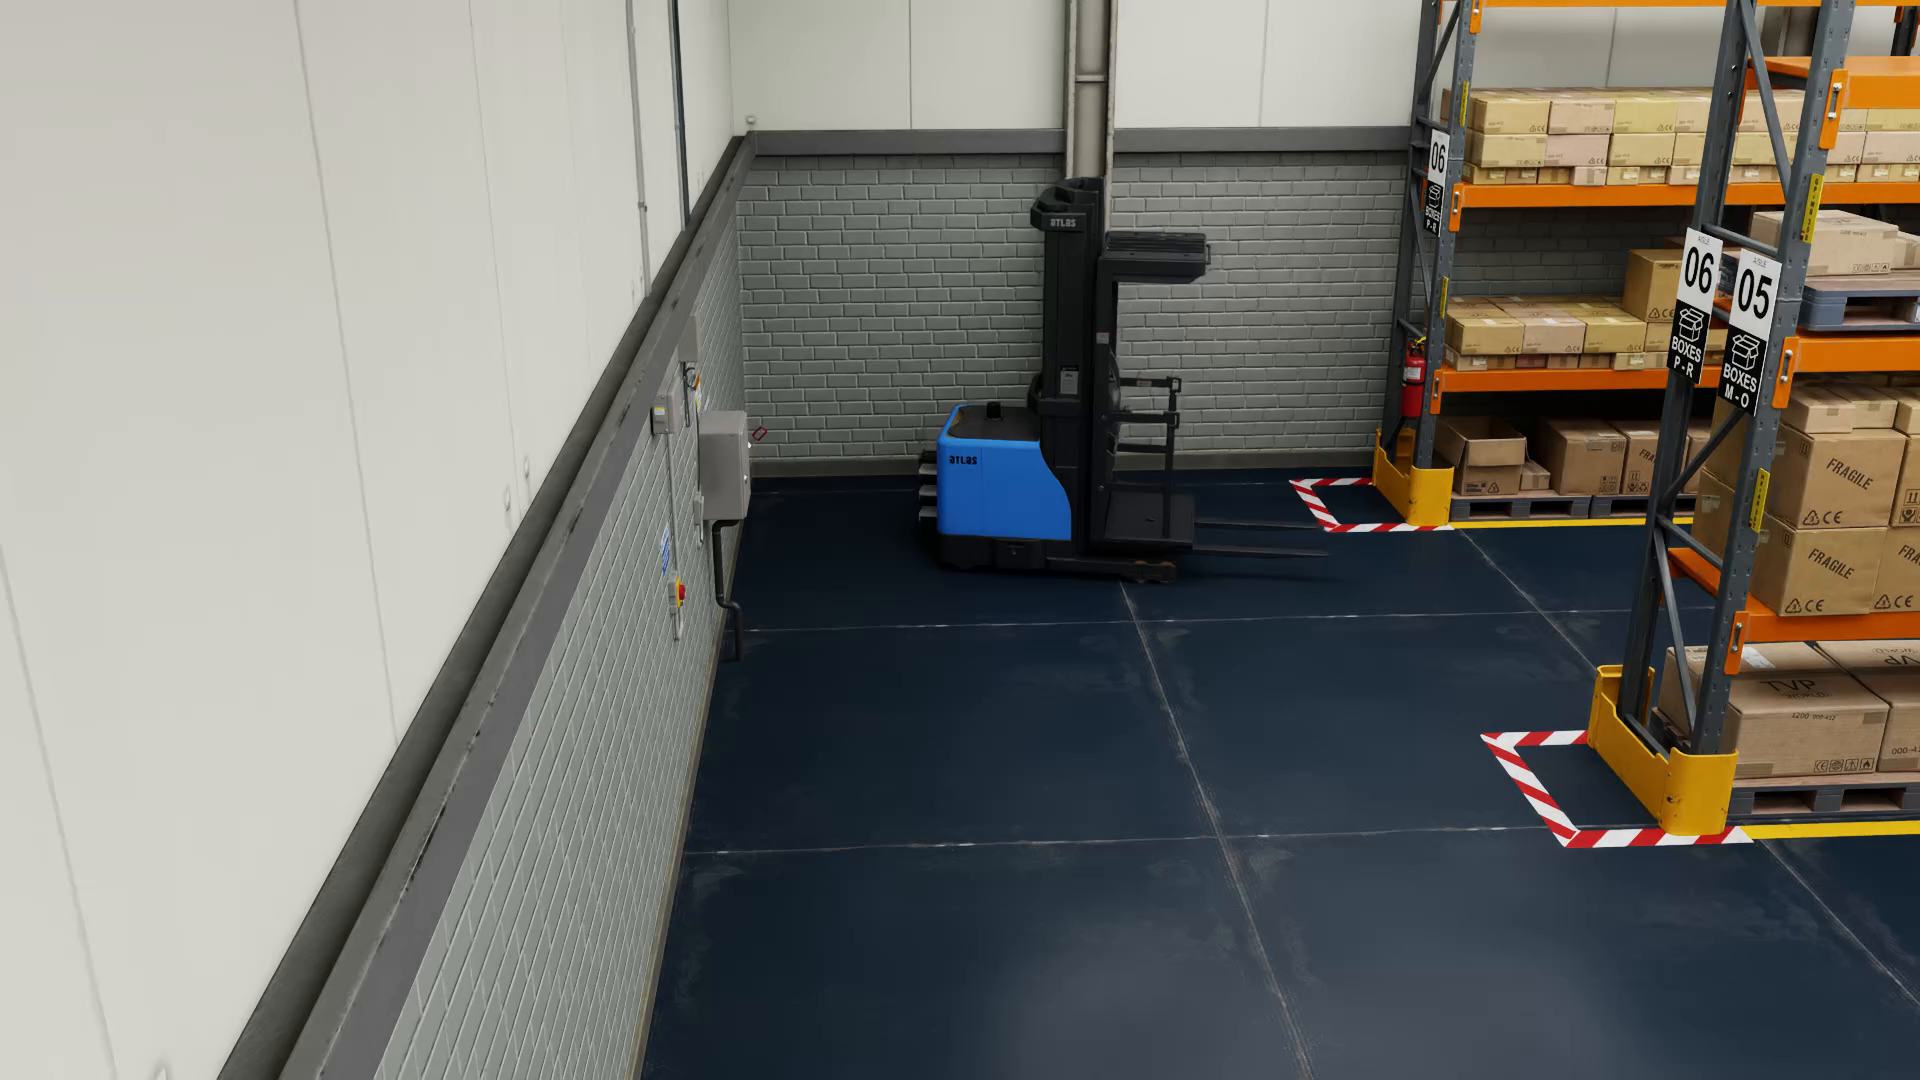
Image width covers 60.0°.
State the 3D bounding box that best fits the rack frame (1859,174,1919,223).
[{"bbox_3d":[7.820,-1.804,14.144,0.127,3.000,1.000,-1,21,-3],"label":"rack frame"}]

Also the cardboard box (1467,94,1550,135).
[{"bbox_3d":[4.284,-3.347,13.071,0.500,0.250,0.500,-1,21,-4],"label":"cardboard box"}]

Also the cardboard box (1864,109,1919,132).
[{"bbox_3d":[7.330,-3.413,13.244,0.500,0.250,0.500,-1,21,-3],"label":"cardboard box"}]

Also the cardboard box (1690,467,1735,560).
[{"bbox_3d":[4.580,-0.110,9.554,0.500,0.500,0.500,-1,21,-3],"label":"cardboard box"}]

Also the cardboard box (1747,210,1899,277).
[{"bbox_3d":[4.558,-1.576,8.808,0.500,0.250,0.500,-3,21,-8],"label":"cardboard box"}]

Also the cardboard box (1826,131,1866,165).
[{"bbox_3d":[6.834,-3.162,13.287,0.500,0.250,0.500,-2,21,-5],"label":"cardboard box"}]

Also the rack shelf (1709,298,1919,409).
[{"bbox_3d":[6.111,-1.066,9.001,4.000,0.370,1.077,-1,21,-3],"label":"rack shelf"}]

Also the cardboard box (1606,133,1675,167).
[{"bbox_3d":[5.303,-3.129,13.201,0.500,0.250,0.500,-2,21,-5],"label":"cardboard box"}]

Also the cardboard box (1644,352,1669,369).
[{"bbox_3d":[5.721,-1.536,13.792,0.250,0.149,0.380,-1,21,-2],"label":"cardboard box"}]

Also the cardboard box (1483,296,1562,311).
[{"bbox_3d":[4.786,-1.906,14.203,0.500,0.250,0.500,-1,21,-3],"label":"cardboard box"}]

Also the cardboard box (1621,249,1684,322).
[{"bbox_3d":[5.793,-2.086,13.624,0.500,0.500,0.500,-1,21,-2],"label":"cardboard box"}]

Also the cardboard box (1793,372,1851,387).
[{"bbox_3d":[4.713,-0.869,9.230,0.250,0.149,0.380,-1,21,-2],"label":"cardboard box"}]

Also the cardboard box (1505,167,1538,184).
[{"bbox_3d":[4.418,-2.946,13.280,0.250,0.149,0.380,-1,21,-2],"label":"cardboard box"}]

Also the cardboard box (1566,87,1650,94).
[{"bbox_3d":[5.288,-3.560,13.630,0.500,0.250,0.500,-1,21,-3],"label":"cardboard box"}]

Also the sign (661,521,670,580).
[{"bbox_3d":[-1.573,0.055,8.881,0.001,0.218,0.327,-1,21,-3],"label":"sign"}]

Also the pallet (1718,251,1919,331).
[{"bbox_3d":[4.854,-1.339,8.831,1.213,0.211,1.003,-1,21,-3],"label":"pallet"}]

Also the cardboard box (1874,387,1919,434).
[{"bbox_3d":[5.008,-0.681,8.736,0.250,0.149,0.380,-1,21,-1],"label":"cardboard box"}]

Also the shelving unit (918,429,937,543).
[{"bbox_3d":[-0.214,-0.432,13.490,0.210,0.900,0.258,3,21,7],"label":"shelving unit"}]

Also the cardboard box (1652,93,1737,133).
[{"bbox_3d":[5.802,-3.380,13.157,0.500,0.250,0.500,-1,21,-2],"label":"cardboard box"}]

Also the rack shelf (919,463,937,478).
[{"bbox_3d":[-0.214,-0.569,13.438,0.200,0.077,0.258,3,21,7],"label":"rack shelf"}]

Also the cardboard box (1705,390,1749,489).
[{"bbox_3d":[4.581,-0.568,9.352,0.500,0.500,0.500,0,21,-1],"label":"cardboard box"}]

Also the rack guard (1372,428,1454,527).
[{"bbox_3d":[3.903,-0.556,14.379,0.348,0.500,1.175,-1,21,-3],"label":"rack guard"}]

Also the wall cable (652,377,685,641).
[{"bbox_3d":[-1.514,-0.326,8.791,0.123,1.953,0.585,-1,21,-3],"label":"wall cable"}]

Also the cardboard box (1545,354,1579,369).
[{"bbox_3d":[4.938,-1.537,13.796,0.250,0.149,0.380,-1,21,-1],"label":"cardboard box"}]

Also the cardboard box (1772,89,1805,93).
[{"bbox_3d":[6.793,-3.584,13.692,0.500,0.250,0.500,-2,21,-5],"label":"cardboard box"}]

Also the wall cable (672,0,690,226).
[{"bbox_3d":[-1.711,-3.823,10.962,0.133,3.039,2.988,-1,21,-3],"label":"wall cable"}]

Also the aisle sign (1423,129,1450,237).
[{"bbox_3d":[3.775,-2.832,13.190,0.004,0.787,0.394,-1,21,-3],"label":"aisle sign"}]

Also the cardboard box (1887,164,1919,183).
[{"bbox_3d":[7.478,-2.976,13.360,0.250,0.149,0.380,-1,21,-3],"label":"cardboard box"}]

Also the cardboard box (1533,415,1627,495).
[{"bbox_3d":[5.298,-0.733,14.254,0.500,0.500,0.700,0,21,-1],"label":"cardboard box"}]

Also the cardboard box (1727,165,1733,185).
[{"bbox_3d":[5.943,-2.935,13.251,0.250,0.149,0.380,-1,21,-2],"label":"cardboard box"}]

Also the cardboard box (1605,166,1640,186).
[{"bbox_3d":[5.191,-2.921,13.216,0.250,0.149,0.380,-1,21,-3],"label":"cardboard box"}]

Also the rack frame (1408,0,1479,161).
[{"bbox_3d":[3.827,-4.527,12.863,0.127,3.000,1.000,-1,21,-3],"label":"rack frame"}]

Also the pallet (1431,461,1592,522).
[{"bbox_3d":[4.698,-0.438,14.474,1.213,0.211,1.003,-1,21,-3],"label":"pallet"}]

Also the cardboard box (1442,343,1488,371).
[{"bbox_3d":[4.171,-1.515,13.737,0.250,0.149,0.380,-1,21,-3],"label":"cardboard box"}]

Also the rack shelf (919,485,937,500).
[{"bbox_3d":[-0.214,-0.401,13.502,0.200,0.077,0.258,3,21,7],"label":"rack shelf"}]

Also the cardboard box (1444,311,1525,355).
[{"bbox_3d":[4.295,-1.705,13.677,0.500,0.250,0.500,-1,21,-3],"label":"cardboard box"}]

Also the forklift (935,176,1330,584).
[{"bbox_3d":[1.368,-1.236,12.747,3.031,2.935,1.130,3,21,7],"label":"forklift"}]

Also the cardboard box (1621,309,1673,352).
[{"bbox_3d":[5.814,-1.745,13.782,0.500,0.250,0.500,-2,21,-4],"label":"cardboard box"}]

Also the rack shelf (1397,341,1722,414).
[{"bbox_3d":[5.823,-1.427,14.165,4.000,0.370,1.077,-1,21,-3],"label":"rack shelf"}]

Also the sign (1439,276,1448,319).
[{"bbox_3d":[3.858,-1.935,13.270,0.005,0.325,0.100,-1,21,-3],"label":"sign"}]

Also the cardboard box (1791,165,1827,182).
[{"bbox_3d":[6.719,-2.967,13.335,0.250,0.149,0.380,-1,21,-3],"label":"cardboard box"}]

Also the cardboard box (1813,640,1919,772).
[{"bbox_3d":[5.680,0.971,9.866,0.875,0.438,0.875,-1,21,-2],"label":"cardboard box"}]
